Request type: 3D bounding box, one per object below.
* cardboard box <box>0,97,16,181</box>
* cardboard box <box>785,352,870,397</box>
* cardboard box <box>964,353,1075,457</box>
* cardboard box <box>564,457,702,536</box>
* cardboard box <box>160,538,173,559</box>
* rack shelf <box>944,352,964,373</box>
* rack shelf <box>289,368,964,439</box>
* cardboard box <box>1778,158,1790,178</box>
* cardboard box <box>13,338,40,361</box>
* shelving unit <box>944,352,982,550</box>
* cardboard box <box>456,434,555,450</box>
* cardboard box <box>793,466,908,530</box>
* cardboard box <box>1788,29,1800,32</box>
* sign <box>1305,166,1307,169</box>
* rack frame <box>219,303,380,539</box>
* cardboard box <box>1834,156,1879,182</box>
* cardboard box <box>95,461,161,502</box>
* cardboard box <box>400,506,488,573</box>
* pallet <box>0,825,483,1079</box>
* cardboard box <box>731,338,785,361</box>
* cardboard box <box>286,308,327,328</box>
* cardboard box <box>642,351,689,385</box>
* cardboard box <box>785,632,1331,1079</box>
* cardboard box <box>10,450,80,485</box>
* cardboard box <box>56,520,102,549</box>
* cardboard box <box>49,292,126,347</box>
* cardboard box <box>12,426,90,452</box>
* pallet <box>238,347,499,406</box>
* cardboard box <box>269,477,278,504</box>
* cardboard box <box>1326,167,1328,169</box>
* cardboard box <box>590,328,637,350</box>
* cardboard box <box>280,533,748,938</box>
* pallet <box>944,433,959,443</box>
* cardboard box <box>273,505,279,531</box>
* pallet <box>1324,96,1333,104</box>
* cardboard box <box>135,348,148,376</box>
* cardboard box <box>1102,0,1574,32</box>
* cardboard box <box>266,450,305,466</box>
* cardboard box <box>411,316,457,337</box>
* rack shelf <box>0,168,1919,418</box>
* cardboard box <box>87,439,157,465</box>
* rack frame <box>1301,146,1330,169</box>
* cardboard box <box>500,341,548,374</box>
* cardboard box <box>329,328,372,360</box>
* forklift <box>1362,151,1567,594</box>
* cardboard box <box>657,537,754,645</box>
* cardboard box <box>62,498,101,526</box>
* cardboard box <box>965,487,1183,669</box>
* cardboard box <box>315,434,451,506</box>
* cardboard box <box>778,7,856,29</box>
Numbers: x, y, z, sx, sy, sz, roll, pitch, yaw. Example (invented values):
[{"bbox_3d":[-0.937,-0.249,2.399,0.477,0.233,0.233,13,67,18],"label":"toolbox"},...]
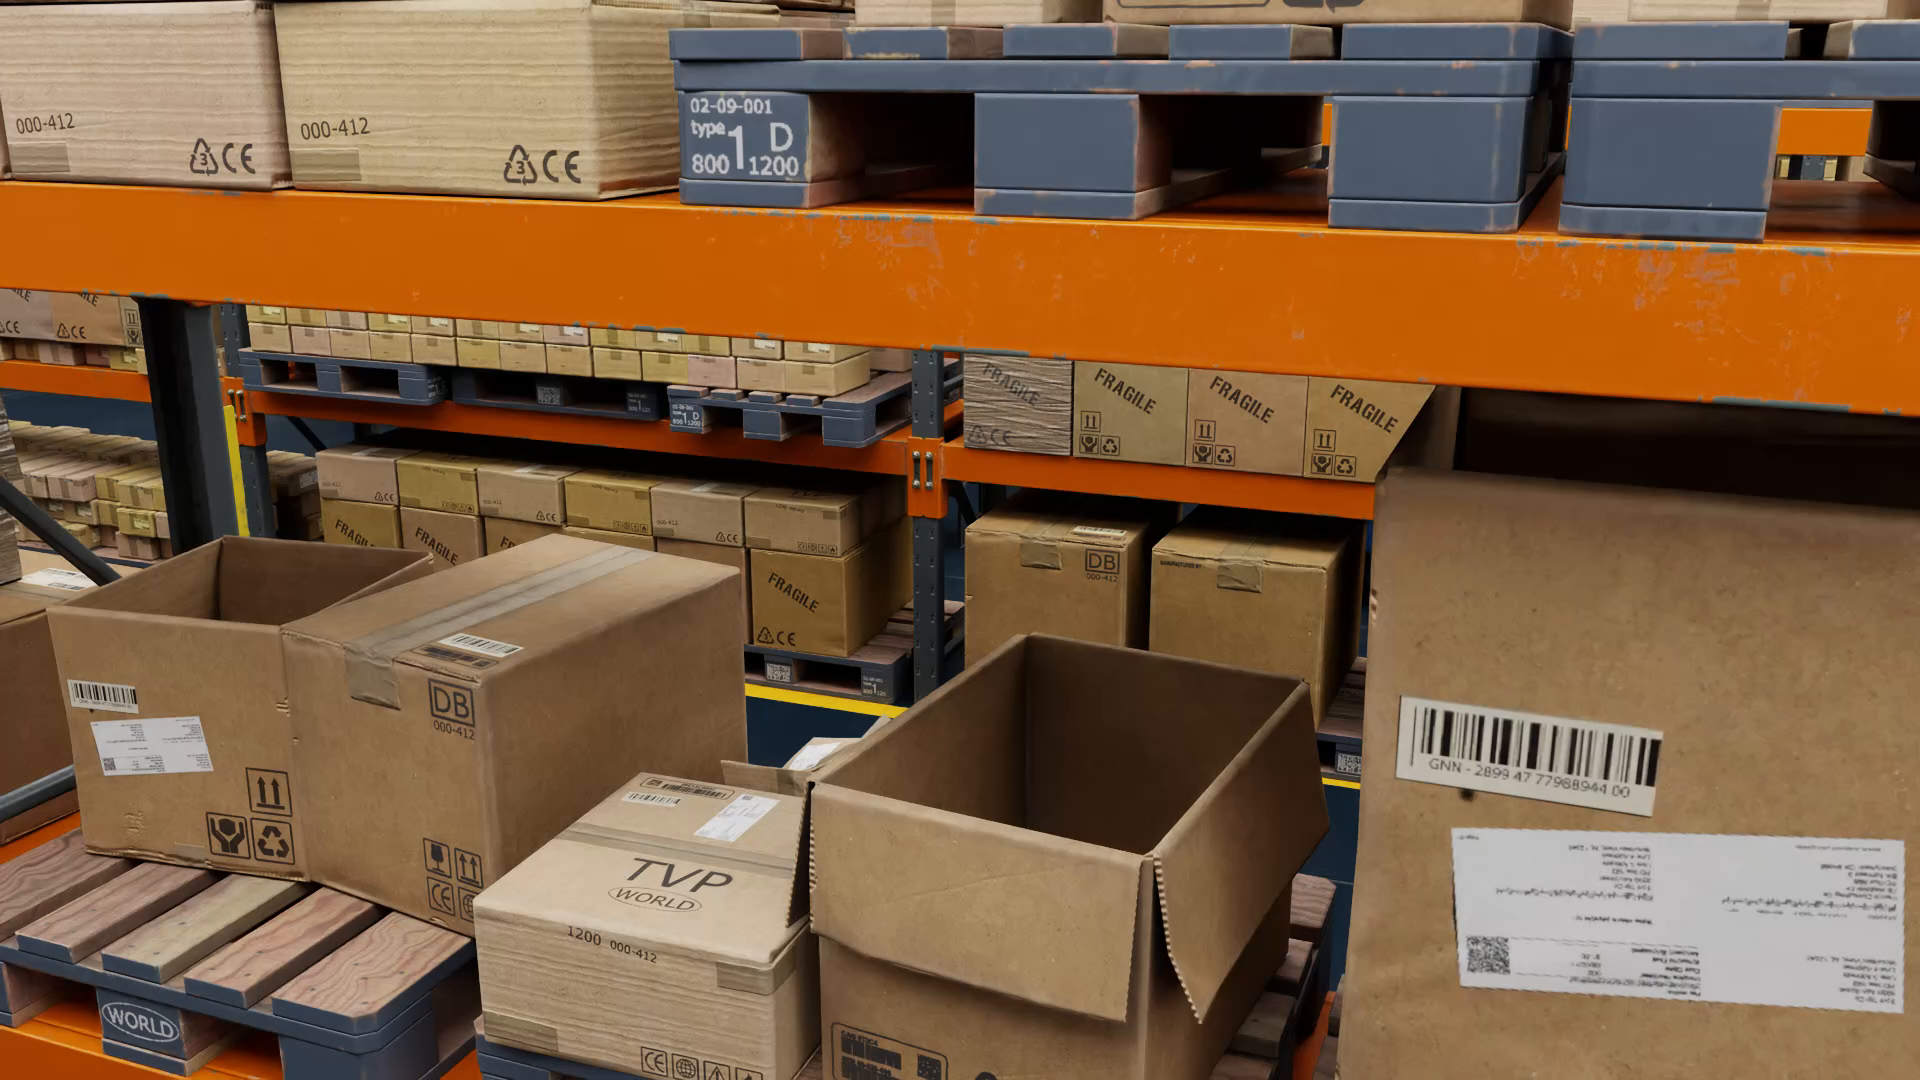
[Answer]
[{"bbox_3d":[-1.550,-0.738,2.725,0.500,0.250,0.500,7,17,22],"label":"cardboard box"},{"bbox_3d":[-0.607,-0.772,7.651,0.250,0.149,0.380,7,17,22],"label":"cardboard box"},{"bbox_3d":[0.339,-0.692,7.498,0.500,0.500,0.500,6,17,21],"label":"cardboard box"},{"bbox_3d":[-1.653,-0.228,8.464,0.500,0.250,0.500,7,17,22],"label":"cardboard box"},{"bbox_3d":[-4.401,-0.002,9.659,0.250,0.149,0.380,7,18,22],"label":"cardboard box"},{"bbox_3d":[-0.154,-1.012,10.443,0.480,0.518,0.431,6,17,21],"label":"rack shelf"},{"bbox_3d":[-1.840,-0.713,8.689,3.809,0.124,0.919,6,17,21],"label":"rack shelf"},{"bbox_3d":[7.469,-3.325,14.872,0.250,0.149,0.380,7,17,22],"label":"cardboard box"},{"bbox_3d":[-5.270,-1.151,9.707,0.250,0.149,0.380,6,17,20],"label":"cardboard box"},{"bbox_3d":[-0.154,-1.025,10.439,0.503,2.100,0.431,6,17,21],"label":"shelving unit"},{"bbox_3d":[-2.442,-0.464,9.276,0.500,0.250,0.500,7,18,23],"label":"cardboard box"},{"bbox_3d":[-0.532,-0.255,8.556,0.500,0.250,0.500,5,17,18],"label":"cardboard box"},{"bbox_3d":[3.026,-2.000,6.138,0.500,0.250,0.500,6,17,21],"label":"cardboard box"},{"bbox_3d":[3.370,-3.718,16.166,0.005,0.325,0.100,6,17,21],"label":"sign"},{"bbox_3d":[-3.701,-1.169,9.320,0.127,3.000,1.000,6,17,21],"label":"rack frame"},{"bbox_3d":[5.793,-2.215,10.416,0.500,0.500,0.700,6,17,20],"label":"cardboard box"},{"bbox_3d":[-4.826,-0.342,9.766,0.250,0.149,0.380,7,18,22],"label":"cardboard box"},{"bbox_3d":[-2.618,0.028,8.928,0.500,0.500,0.500,7,18,23],"label":"cardboard box"},{"bbox_3d":[-1.192,0.654,3.386,1.003,0.211,1.213,6,17,21],"label":"pallet"},{"bbox_3d":[-0.855,-0.943,7.706,0.250,0.149,0.380,7,18,23],"label":"cardboard box"},{"bbox_3d":[-3.261,-1.207,8.616,0.250,0.149,0.380,6,17,20],"label":"cardboard box"},{"bbox_3d":[-1.307,-0.851,7.921,0.250,0.149,0.380,6,17,20],"label":"cardboard box"},{"bbox_3d":[0.181,0.521,2.561,0.637,0.503,0.797,8,18,26],"label":"cardboard box"},{"bbox_3d":[-5.558,-0.424,10.049,0.250,0.149,0.380,6,17,21],"label":"cardboard box"},{"bbox_3d":[-5.153,-0.059,9.858,0.250,0.149,0.380,6,17,21],"label":"cardboard box"},{"bbox_3d":[-4.737,-1.390,9.367,0.500,0.500,0.500,6,17,19],"label":"cardboard box"},{"bbox_3d":[-5.848,-0.618,10.715,0.250,0.149,0.380,7,18,23],"label":"cardboard box"},{"bbox_3d":[-3.043,-0.961,8.948,1.213,0.211,1.003,6,17,21],"label":"pallet"},{"bbox_3d":[-4.127,-0.256,9.469,0.250,0.149,0.380,7,18,22],"label":"cardboard box"},{"bbox_3d":[3.749,-3.592,16.325,0.250,0.149,0.380,7,18,22],"label":"cardboard box"},{"bbox_3d":[-1.564,-1.021,7.975,0.250,0.149,0.380,6,17,20],"label":"cardboard box"},{"bbox_3d":[-0.821,0.343,3.181,0.500,0.500,0.700,9,19,29],"label":"cardboard box"},{"bbox_3d":[-0.094,-0.940,13.534,1.213,0.211,1.003,6,17,21],"label":"pallet"},{"bbox_3d":[-4.110,-0.094,9.445,0.250,0.149,0.380,7,17,22],"label":"cardboard box"},{"bbox_3d":[1.680,-1.944,6.948,1.213,0.211,1.003,7,18,23],"label":"pallet"},{"bbox_3d":[-4.332,-1.015,9.240,0.250,0.149,0.380,6,17,19],"label":"cardboard box"},{"bbox_3d":[0.550,-0.936,2.200,0.637,0.503,0.797,7,18,23],"label":"cardboard box"},{"bbox_3d":[-4.180,-0.420,10.033,0.250,0.149,0.380,7,18,23],"label":"cardboard box"},{"bbox_3d":[-2.527,-1.128,8.341,0.250,0.149,0.380,7,18,23],"label":"cardboard box"},{"bbox_3d":[-0.033,-0.374,2.493,4.000,0.370,1.077,6,17,21],"label":"rack shelf"},{"bbox_3d":[-5.174,-0.507,10.334,0.250,0.149,0.380,6,17,18],"label":"cardboard box"},{"bbox_3d":[3.560,-3.342,16.804,0.127,3.000,1.000,6,17,21],"label":"rack frame"},{"bbox_3d":[-2.053,-0.932,8.200,0.250,0.149,0.380,5,17,18],"label":"cardboard box"},{"bbox_3d":[-3.012,-1.037,8.563,0.250,0.149,0.380,6,17,21],"label":"cardboard box"},{"bbox_3d":[3.009,-1.135,9.326,3.031,2.935,1.130,5,17,16],"label":"forklift"},{"bbox_3d":[-1.169,0.185,8.385,0.500,0.500,0.500,7,18,23],"label":"cardboard box"},{"bbox_3d":[-5.064,-0.214,9.856,0.250,0.149,0.380,7,17,22],"label":"cardboard box"},{"bbox_3d":[0.554,0.204,7.871,0.750,0.750,1.050,6,17,20],"label":"cardboard box"},{"bbox_3d":[-3.110,-0.386,9.009,0.500,0.250,0.500,5,17,18],"label":"cardboard box"},{"bbox_3d":[-0.429,-0.768,2.828,0.500,0.250,0.500,7,18,22],"label":"cardboard box"}]
